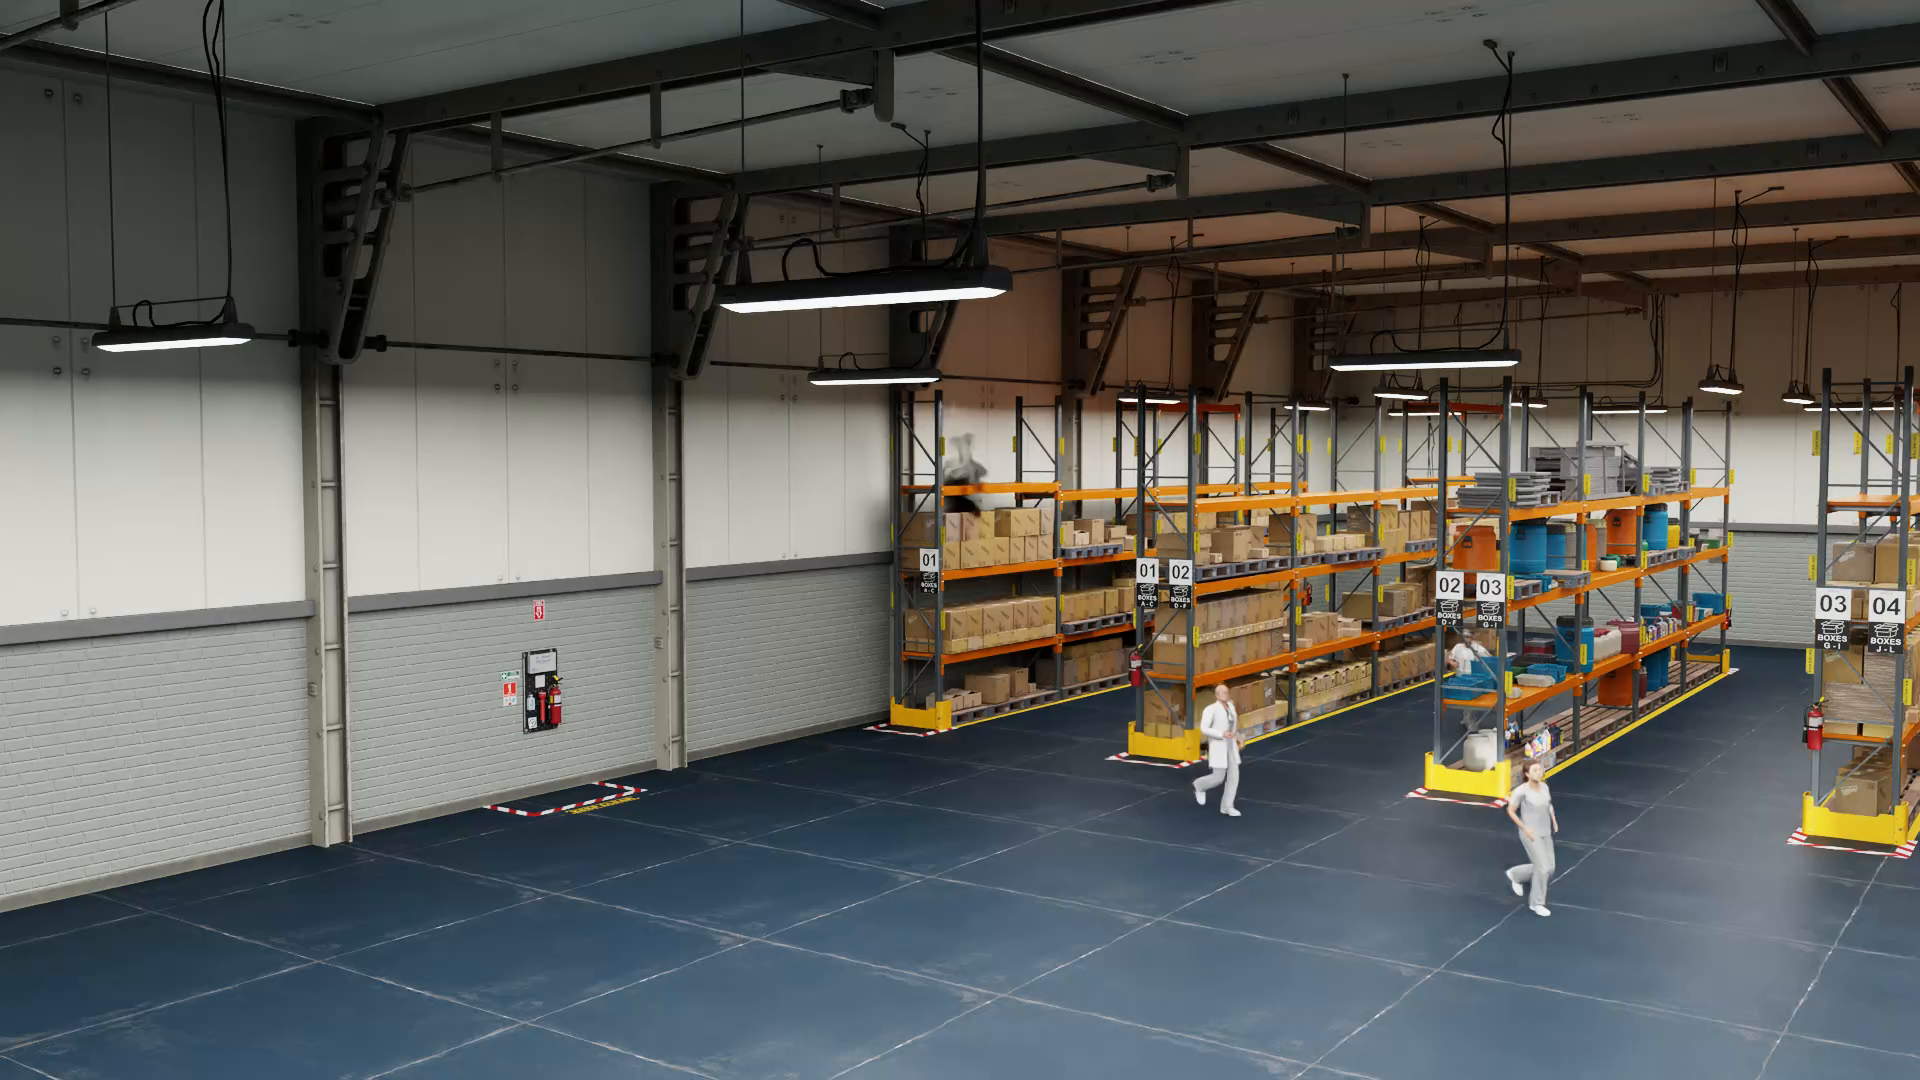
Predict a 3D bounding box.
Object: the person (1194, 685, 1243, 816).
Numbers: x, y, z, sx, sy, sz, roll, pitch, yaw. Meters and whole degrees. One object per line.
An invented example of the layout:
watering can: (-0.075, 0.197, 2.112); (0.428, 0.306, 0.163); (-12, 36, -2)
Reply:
person: (3.543, 2.849, 22.678); (0.718, 1.737, 0.834); (-2, 4, -34)

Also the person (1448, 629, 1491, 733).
person: (8.969, 2.485, 29.361); (0.683, 1.871, 0.783); (2, 4, 36)

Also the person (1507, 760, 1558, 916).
person: (6.162, 3.188, 17.960); (0.564, 1.632, 0.627); (-1, 4, -25)
